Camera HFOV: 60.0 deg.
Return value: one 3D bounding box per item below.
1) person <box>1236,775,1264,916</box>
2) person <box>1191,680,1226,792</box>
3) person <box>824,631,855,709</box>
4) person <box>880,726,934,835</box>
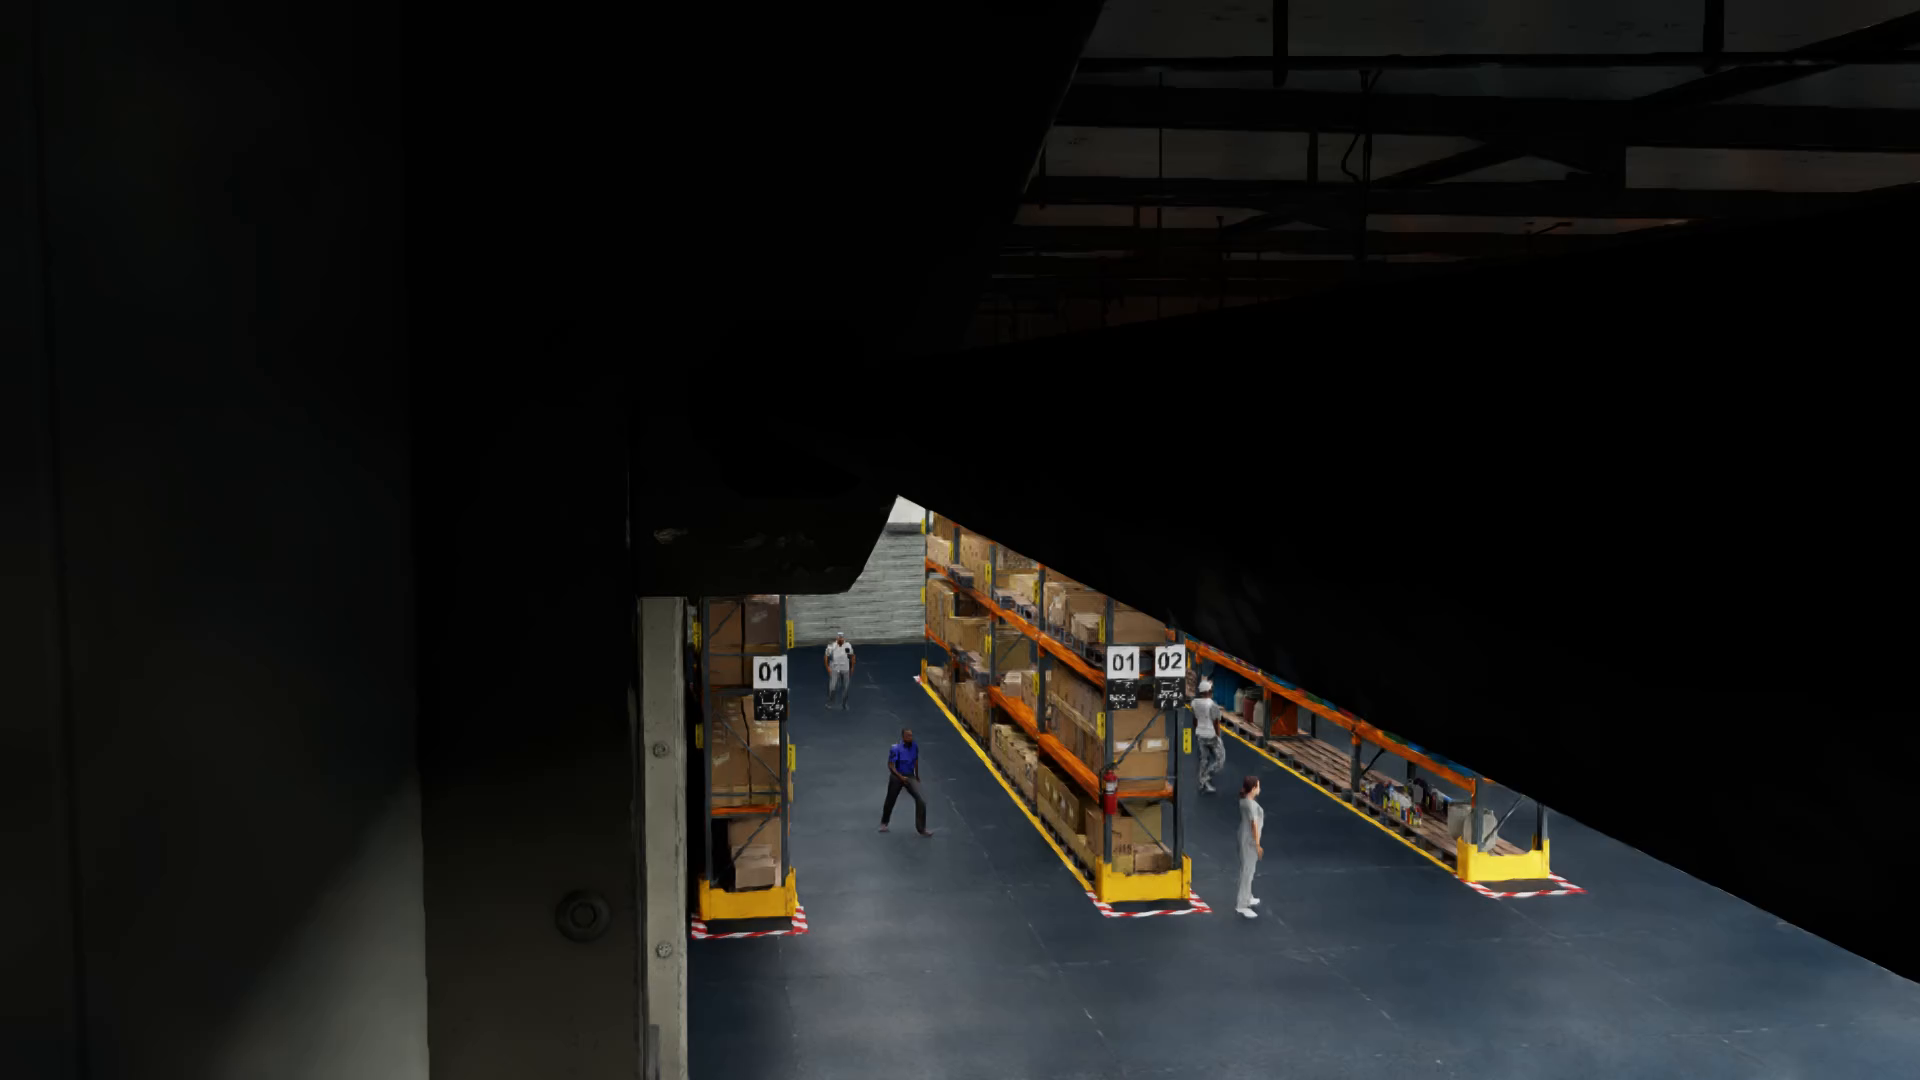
[{"bbox_3d":[3.543,3.691,20.297,0.385,1.680,0.624,0,5,-4],"label":"person"},{"bbox_3d":[3.921,3.118,26.395,0.447,1.780,0.597,-4,6,-38],"label":"person"},{"bbox_3d":[-2.411,2.608,33.322,0.625,1.607,0.582,-1,5,-12],"label":"person"},{"bbox_3d":[-0.795,3.437,23.916,0.621,1.564,0.828,-2,6,-26],"label":"person"}]
